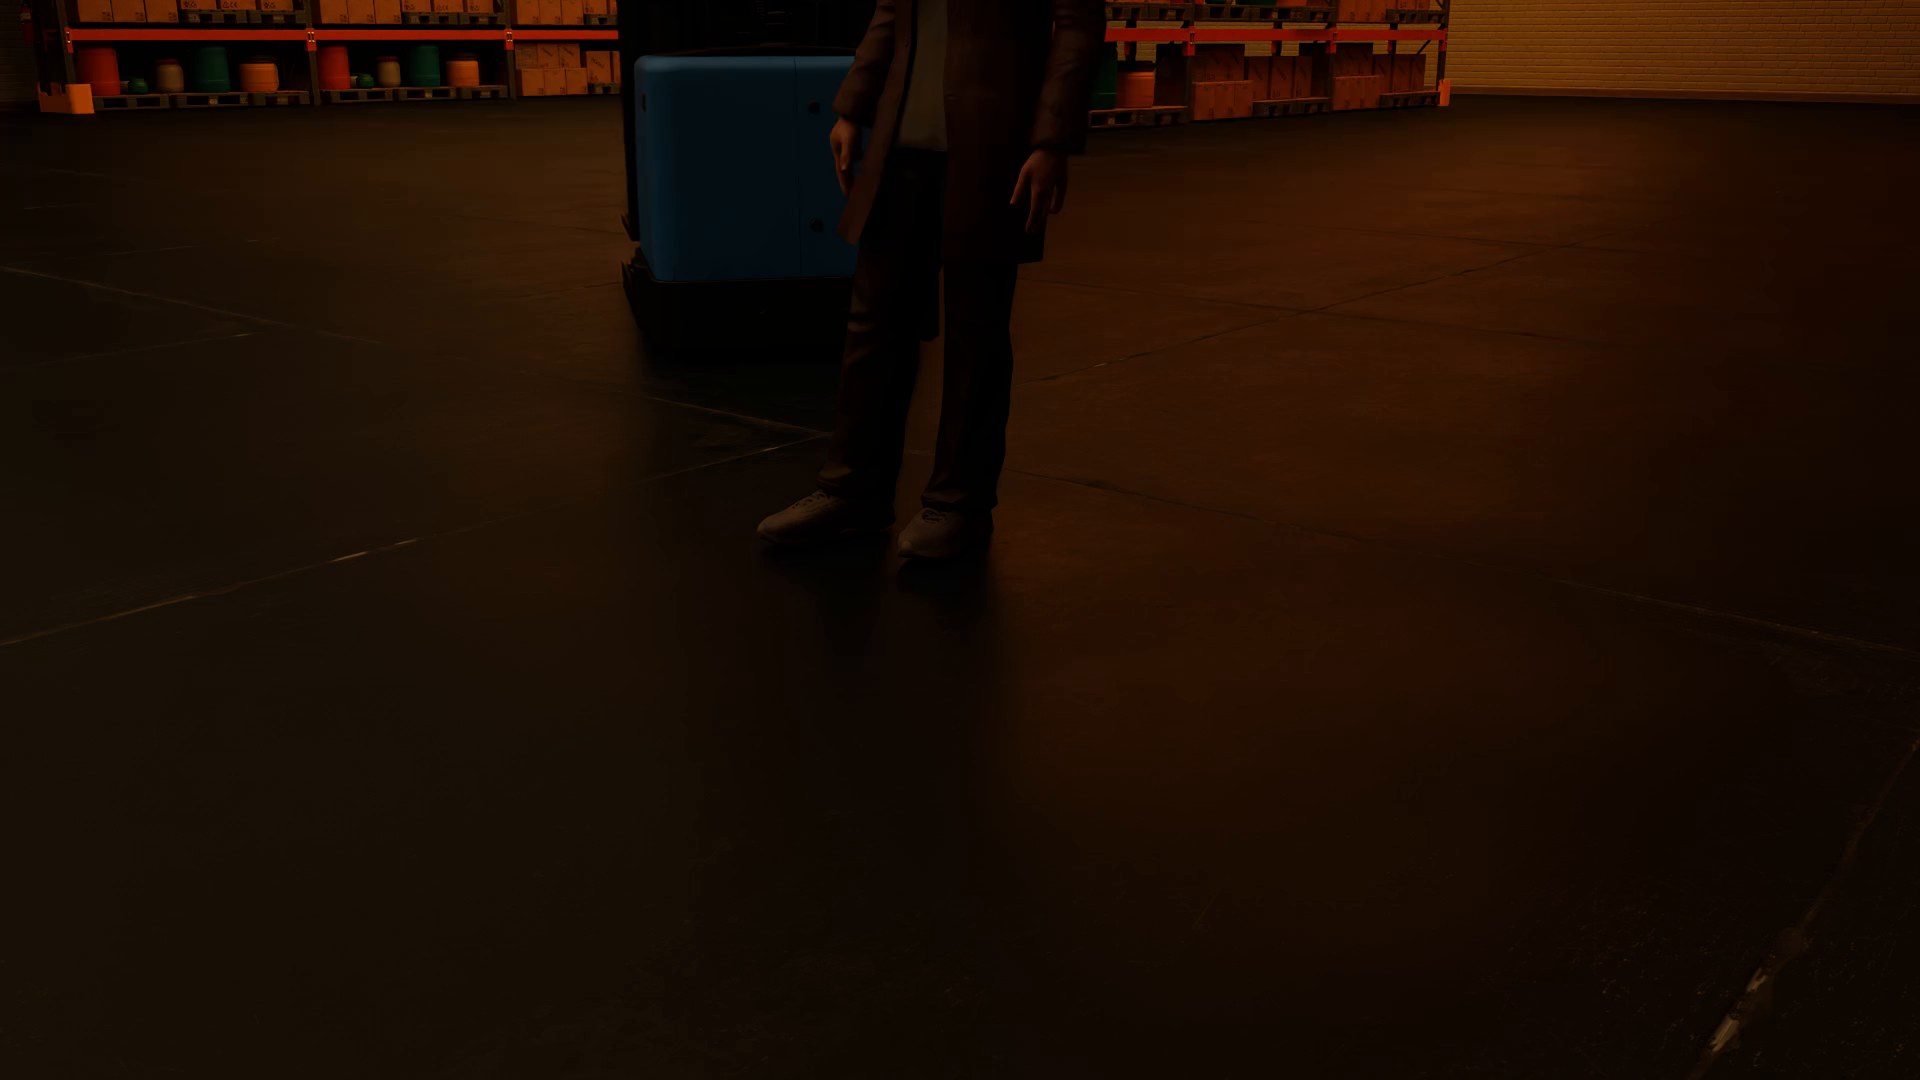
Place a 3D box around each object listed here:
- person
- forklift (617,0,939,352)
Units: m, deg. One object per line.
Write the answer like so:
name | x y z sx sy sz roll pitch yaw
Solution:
person | -0.062 -0.838 3.616 0.696 1.778 0.579 13 21 37
forklift | -0.922 -2.470 7.031 1.130 2.935 3.031 -4 17 -13
